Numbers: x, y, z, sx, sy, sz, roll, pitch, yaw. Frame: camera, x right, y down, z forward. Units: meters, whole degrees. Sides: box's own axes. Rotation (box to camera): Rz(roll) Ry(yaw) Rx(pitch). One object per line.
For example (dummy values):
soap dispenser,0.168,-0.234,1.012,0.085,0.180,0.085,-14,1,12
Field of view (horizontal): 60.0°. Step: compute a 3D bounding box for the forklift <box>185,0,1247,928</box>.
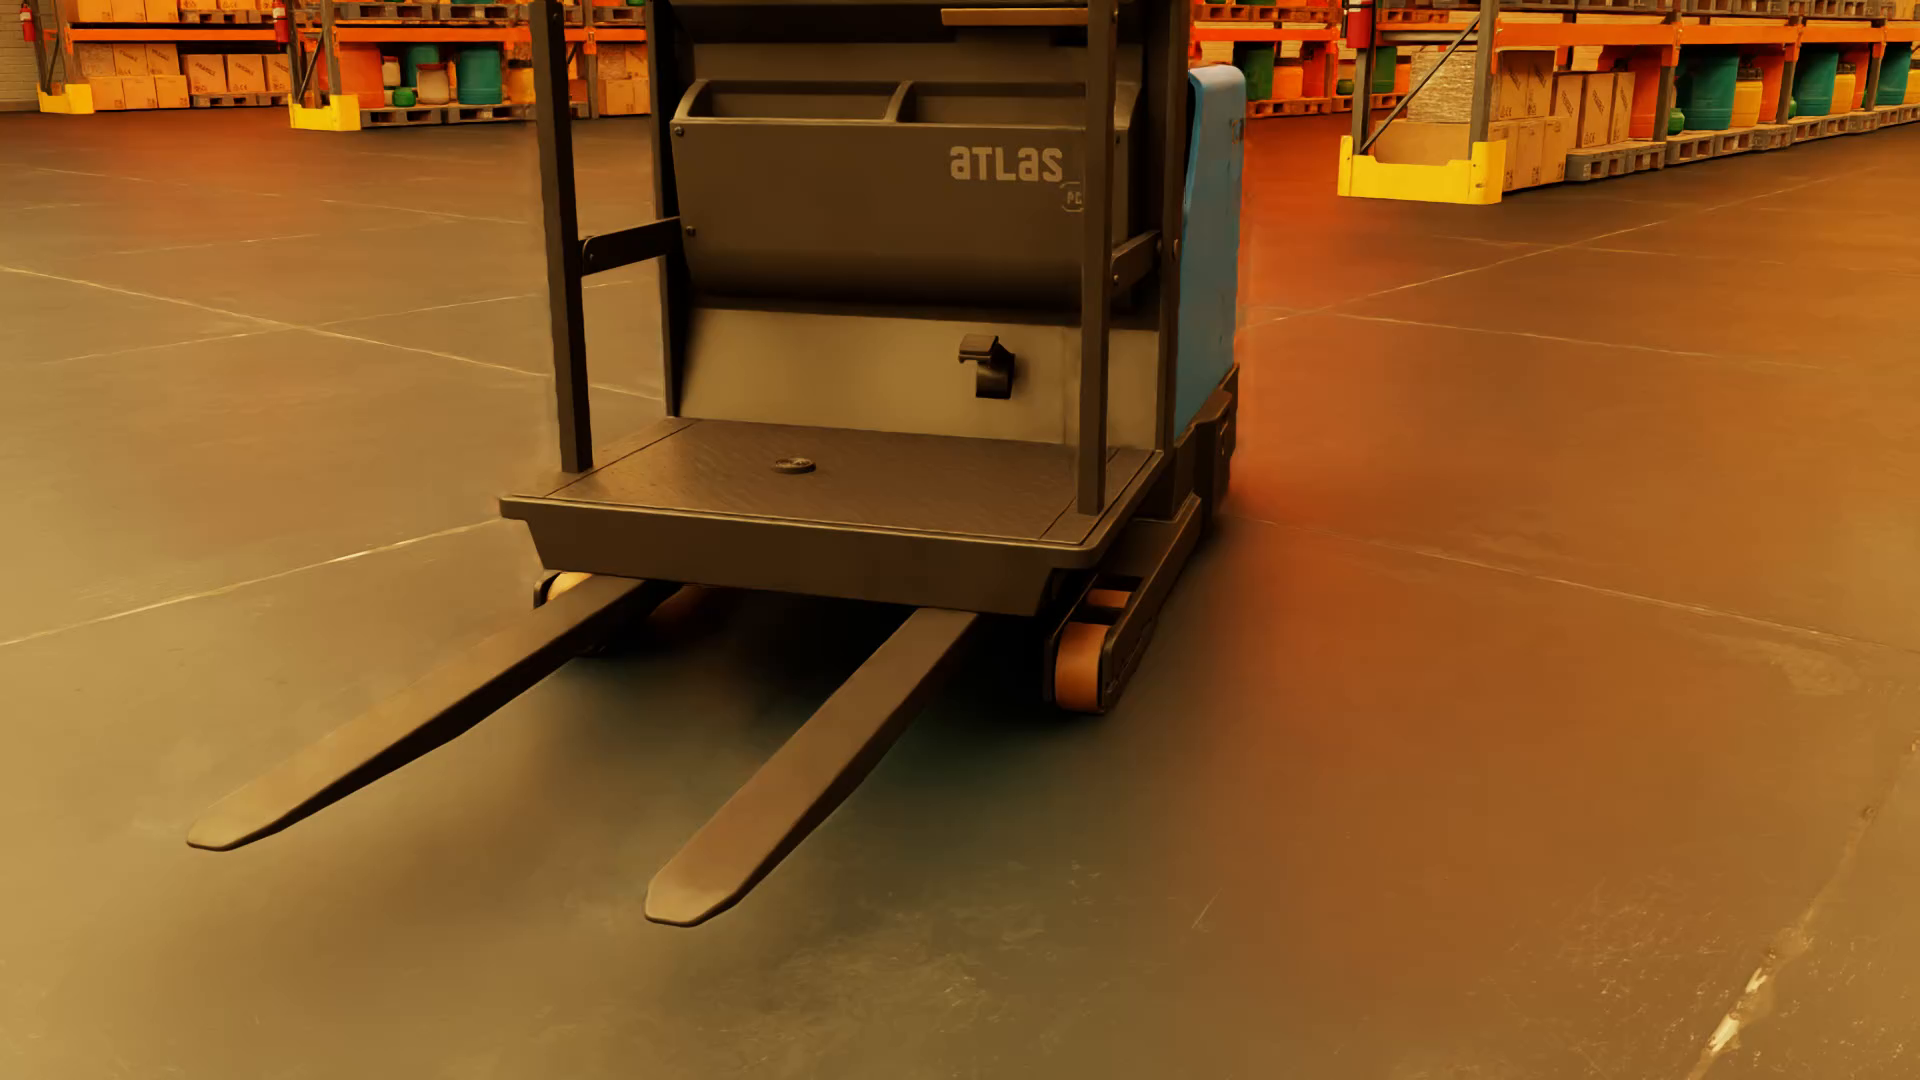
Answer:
forklift,-0.173,-1.222,2.921,1.130,2.935,3.031,5,18,16
